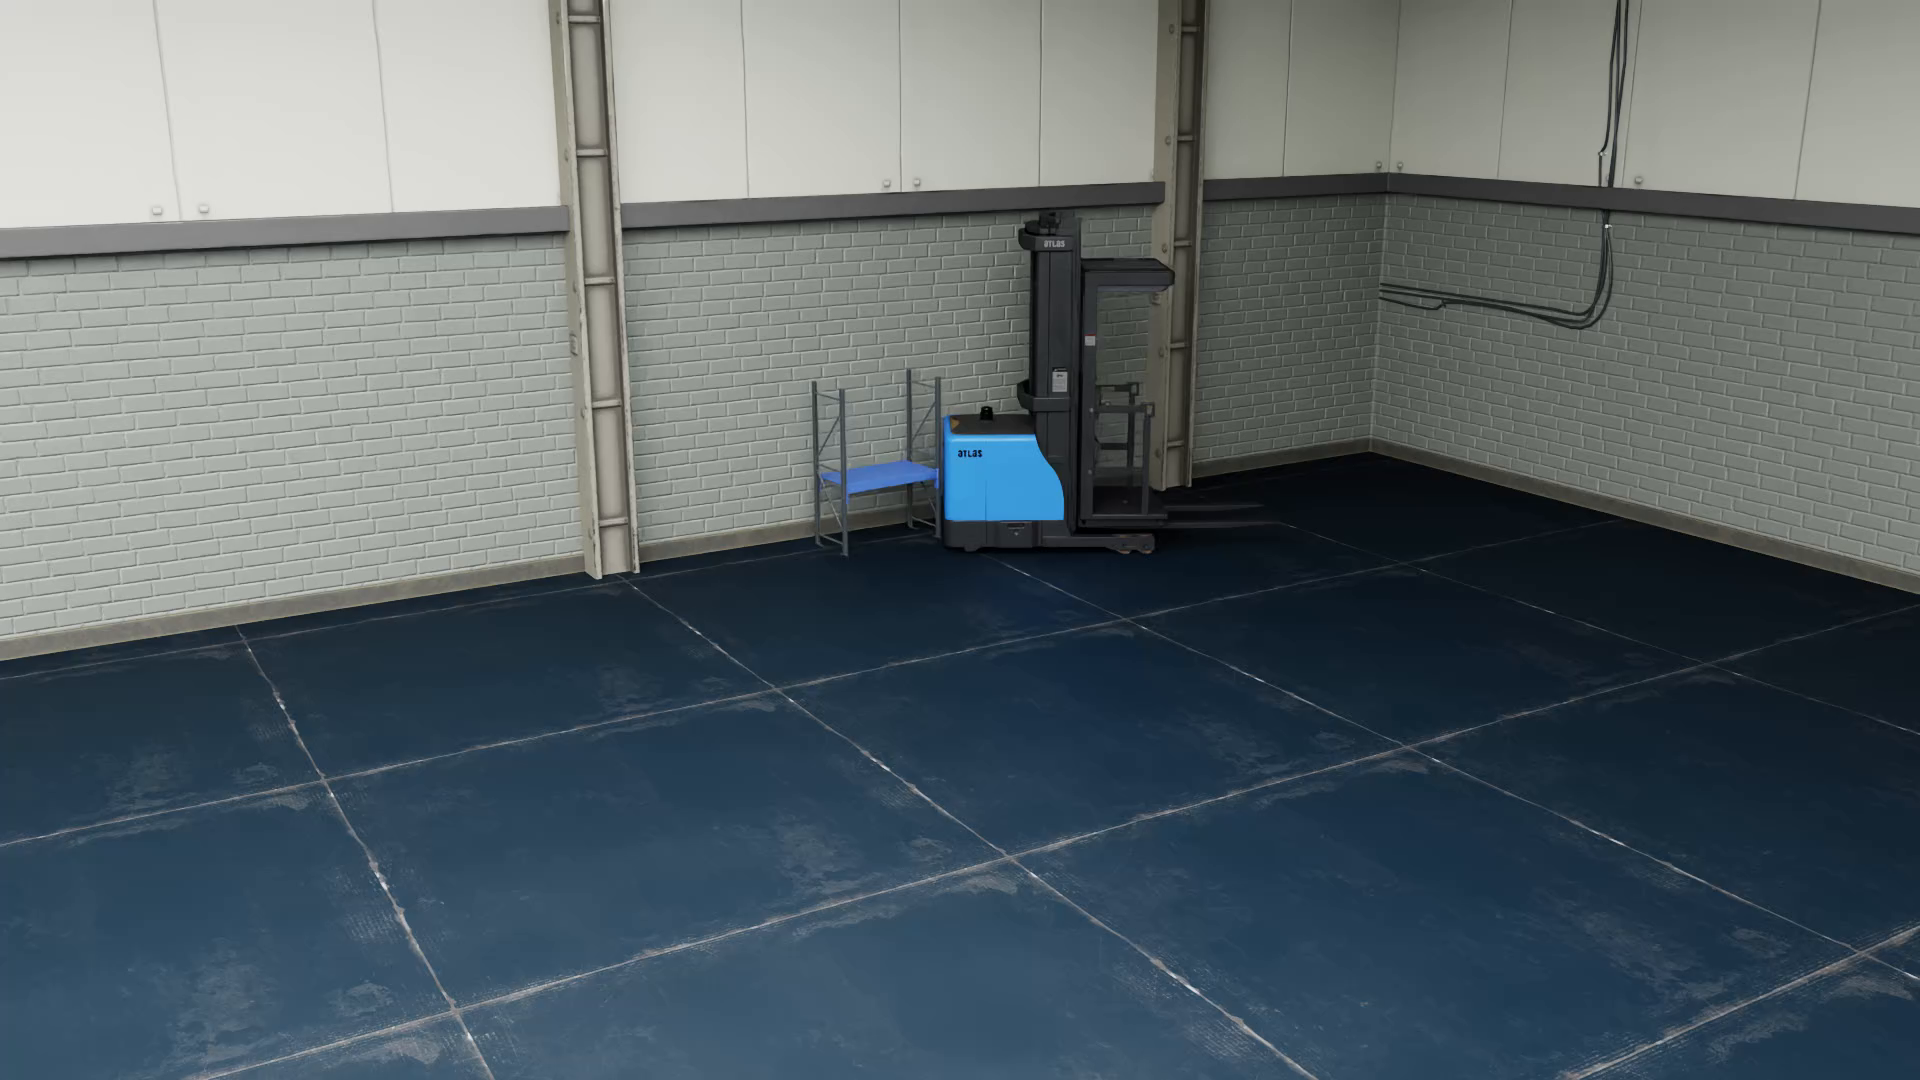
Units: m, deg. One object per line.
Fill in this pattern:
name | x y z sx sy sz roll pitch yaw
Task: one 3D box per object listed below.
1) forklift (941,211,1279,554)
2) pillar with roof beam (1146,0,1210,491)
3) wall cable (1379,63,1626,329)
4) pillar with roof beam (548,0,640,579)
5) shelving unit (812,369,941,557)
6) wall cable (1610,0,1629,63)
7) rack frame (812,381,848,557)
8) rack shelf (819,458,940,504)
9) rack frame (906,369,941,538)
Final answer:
forklift | 1.355 -1.432 14.927 3.031 2.935 1.130 -1 16 -2
pillar with roof beam | 4.373 -3.902 12.496 0.400 9.000 9.100 -9 18 -30
wall cable | 5.362 -3.506 16.838 0.112 2.526 3.097 -9 18 -30
pillar with roof beam | -0.771 -3.068 9.521 0.400 9.000 9.100 -9 18 -30
shelving unit | -0.743 -0.711 15.009 1.048 1.500 0.538 -11 19 -35
wall cable | 6.755 -5.312 13.924 0.112 2.526 3.097 -9 18 -30
rack frame | -1.152 -0.630 14.719 0.032 1.500 0.500 -11 19 -35
rack shelf | -0.743 -0.538 15.058 1.000 0.185 0.538 -11 19 -35
rack frame | -0.333 -0.793 15.300 0.032 1.500 0.500 -11 19 -35
